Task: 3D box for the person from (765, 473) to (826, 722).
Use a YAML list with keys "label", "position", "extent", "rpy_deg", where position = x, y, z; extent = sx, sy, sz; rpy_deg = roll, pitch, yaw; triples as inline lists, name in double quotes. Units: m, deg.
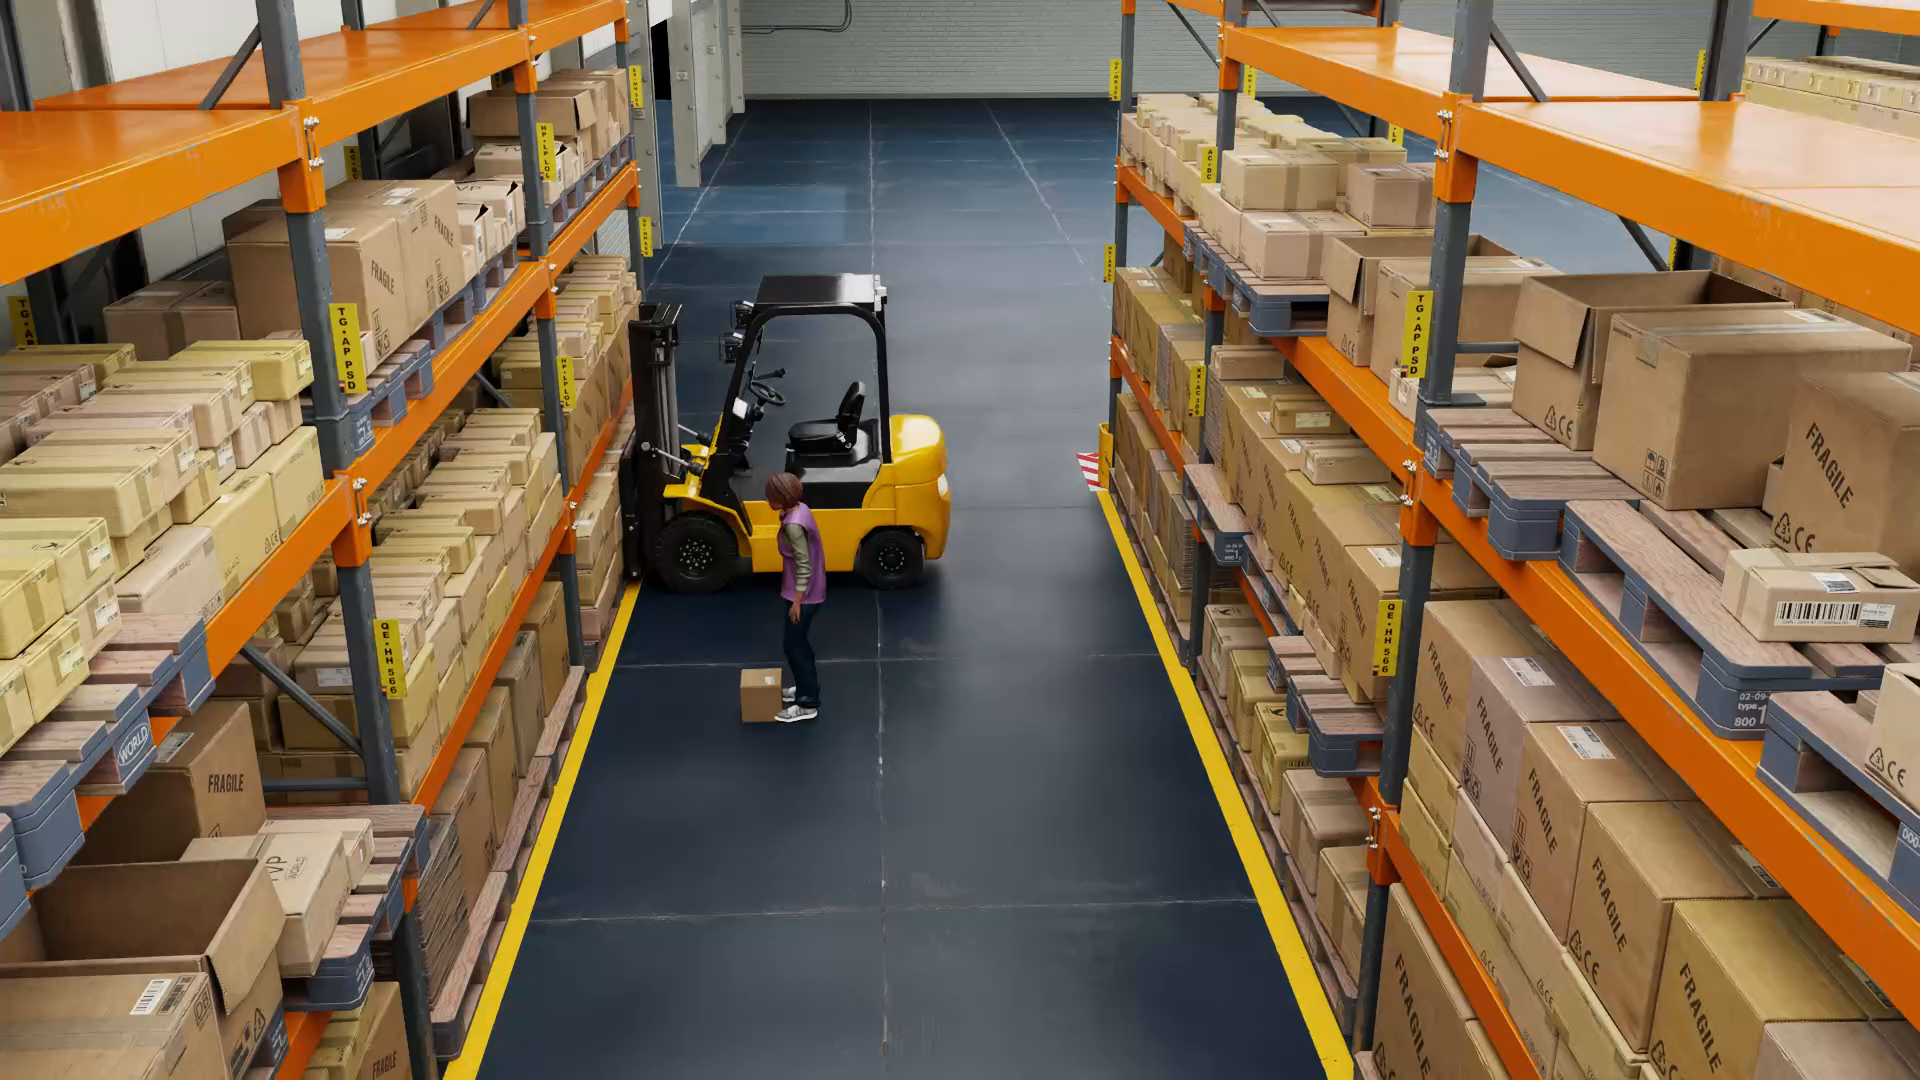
- label: "person"
  position: [-0.996, 0.337, 10.205]
  extent: [0.350, 1.590, 0.472]
  rpy_deg: [-2, 21, -6]
